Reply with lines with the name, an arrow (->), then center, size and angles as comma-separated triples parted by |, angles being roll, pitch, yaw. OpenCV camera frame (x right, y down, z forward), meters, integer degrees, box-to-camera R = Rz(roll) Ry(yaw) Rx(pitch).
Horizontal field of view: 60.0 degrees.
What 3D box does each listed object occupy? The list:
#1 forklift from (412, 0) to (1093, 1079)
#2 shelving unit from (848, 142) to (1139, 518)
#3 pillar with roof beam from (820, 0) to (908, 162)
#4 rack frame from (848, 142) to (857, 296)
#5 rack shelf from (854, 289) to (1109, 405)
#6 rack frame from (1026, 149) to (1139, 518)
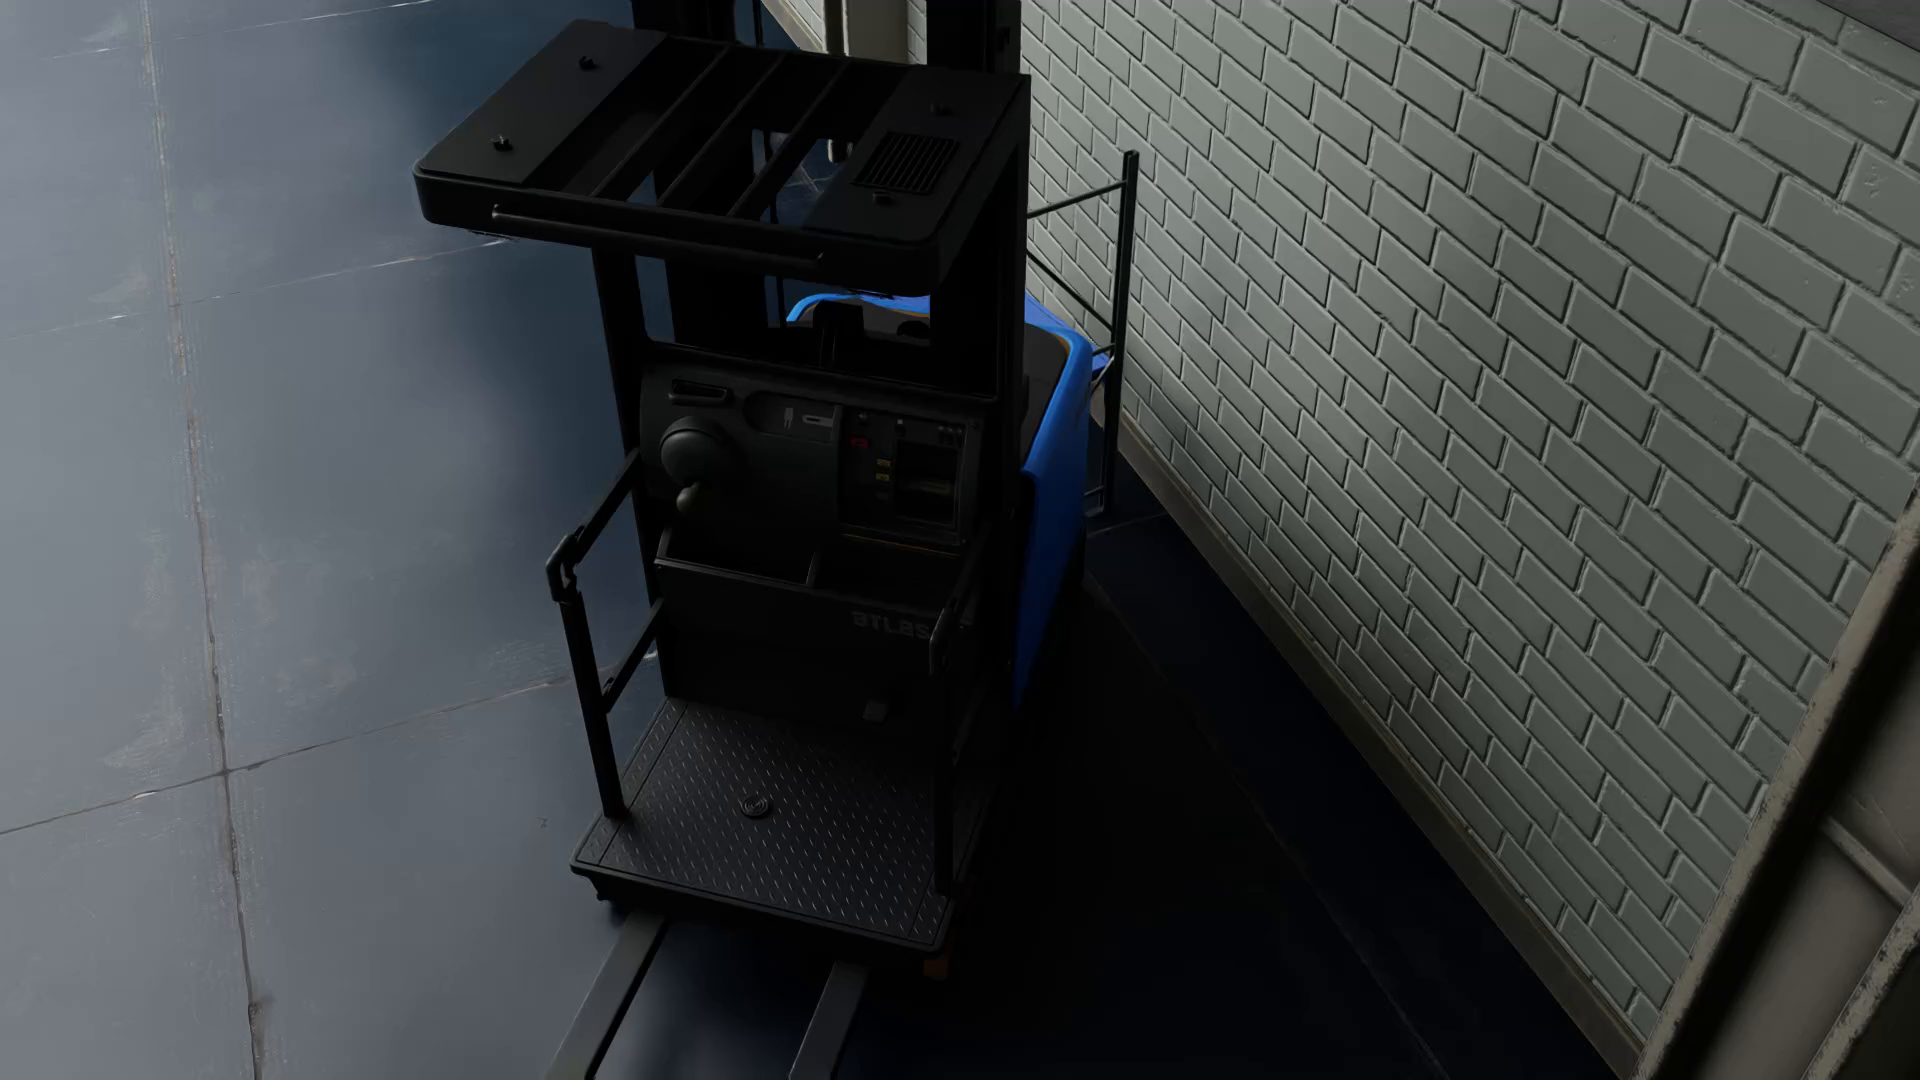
forklift -> -0.448, -0.136, 4.160 | 1.130, 2.935, 3.031 | 10, 42, 12
shelving unit -> 0.089, -0.888, 6.132 | 0.538, 1.500, 1.048 | -23, 46, -25
pillar with roof beam -> -4.435, -4.222, 4.258 | 9.100, 9.000, 0.400 | -15, 43, -17
rack frame -> -0.191, -1.164, 6.454 | 0.500, 1.500, 0.032 | -23, 46, -25
rack shelf -> 0.089, -0.751, 6.249 | 0.538, 0.185, 1.000 | -23, 46, -25
rack frame -> 0.368, -0.611, 5.810 | 0.500, 1.500, 0.032 | -23, 46, -25
